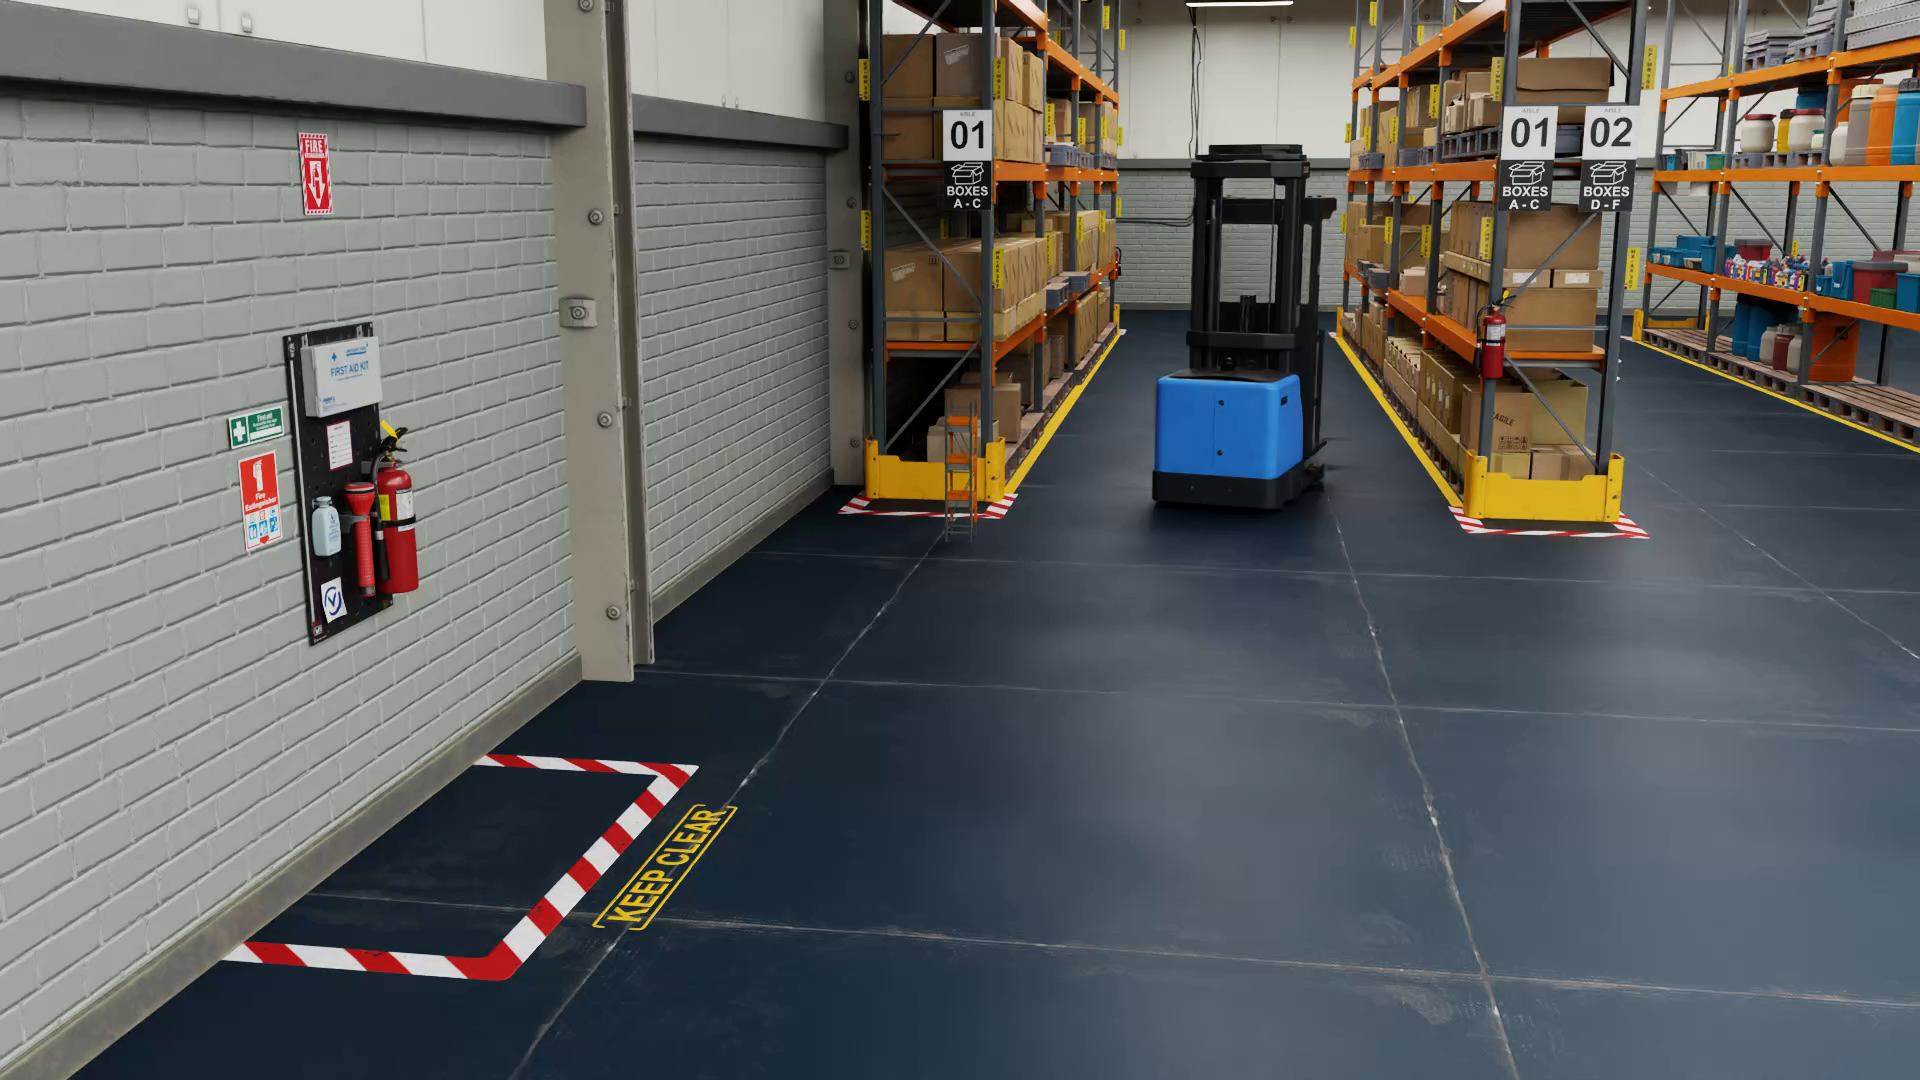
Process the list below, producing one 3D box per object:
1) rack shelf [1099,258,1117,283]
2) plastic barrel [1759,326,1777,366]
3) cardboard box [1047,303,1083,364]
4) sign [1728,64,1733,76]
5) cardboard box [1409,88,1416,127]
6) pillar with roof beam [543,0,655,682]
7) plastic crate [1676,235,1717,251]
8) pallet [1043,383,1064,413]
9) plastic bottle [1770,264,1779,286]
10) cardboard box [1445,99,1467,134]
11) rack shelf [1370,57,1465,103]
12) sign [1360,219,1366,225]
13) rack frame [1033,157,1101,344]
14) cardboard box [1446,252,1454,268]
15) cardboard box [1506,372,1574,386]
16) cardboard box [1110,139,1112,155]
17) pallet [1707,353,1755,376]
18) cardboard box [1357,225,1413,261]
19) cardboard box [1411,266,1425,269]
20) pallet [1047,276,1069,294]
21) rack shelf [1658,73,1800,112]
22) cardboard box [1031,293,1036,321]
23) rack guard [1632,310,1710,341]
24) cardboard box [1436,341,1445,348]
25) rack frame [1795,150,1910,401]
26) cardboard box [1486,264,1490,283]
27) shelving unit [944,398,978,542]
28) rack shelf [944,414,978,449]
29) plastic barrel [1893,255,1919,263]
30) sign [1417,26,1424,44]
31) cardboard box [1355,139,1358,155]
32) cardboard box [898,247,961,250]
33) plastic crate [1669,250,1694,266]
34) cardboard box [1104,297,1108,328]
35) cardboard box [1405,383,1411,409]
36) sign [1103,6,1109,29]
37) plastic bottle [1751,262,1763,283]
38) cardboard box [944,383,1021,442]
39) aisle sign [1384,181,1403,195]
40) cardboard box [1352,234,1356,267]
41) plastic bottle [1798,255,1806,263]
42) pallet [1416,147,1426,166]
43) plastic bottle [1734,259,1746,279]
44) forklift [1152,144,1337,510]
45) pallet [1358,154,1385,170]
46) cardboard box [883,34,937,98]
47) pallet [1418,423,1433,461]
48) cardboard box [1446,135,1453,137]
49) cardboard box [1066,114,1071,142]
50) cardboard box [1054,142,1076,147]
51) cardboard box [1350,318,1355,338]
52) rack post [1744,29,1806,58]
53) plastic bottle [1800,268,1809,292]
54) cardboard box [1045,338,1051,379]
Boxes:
[{"bbox_3d":[1.928,-4.387,27.437,1.077,0.370,4.000,2,12,9],"label":"rack shelf"},{"bbox_3d":[11.025,-2.616,22.419,0.421,0.512,0.421,0,12,0],"label":"plastic barrel"},{"bbox_3d":[1.248,-2.793,22.439,0.750,0.750,0.750,2,12,8],"label":"cardboard box"},{"bbox_3d":[12.571,-7.595,27.139,0.100,0.325,0.005,2,12,9],"label":"sign"},{"bbox_3d":[6.052,-5.531,21.306,0.500,0.500,0.500,2,12,9],"label":"cardboard box"},{"bbox_3d":[2.359,-3.542,7.570,9.100,9.000,0.400,2,12,9],"label":"pillar with roof beam"},{"bbox_3d":[12.158,-4.805,27.442,0.616,0.435,0.499,2,12,9],"label":"plastic crate"},{"bbox_3d":[0.694,-1.711,19.930,1.003,0.211,1.213,2,12,9],"label":"pallet"},{"bbox_3d":[10.611,-3.448,21.648,0.061,0.283,0.133,2,12,9],"label":"plastic bottle"},{"bbox_3d":[4.864,-3.985,15.627,0.500,0.311,0.500,1,12,6],"label":"cardboard box"},{"bbox_3d":[6.208,-6.132,22.243,1.077,0.370,4.000,2,12,9],"label":"rack shelf"},{"bbox_3d":[5.978,-4.602,24.672,0.100,0.325,0.005,2,12,9],"label":"sign"},{"bbox_3d":[1.620,-4.322,25.430,1.000,3.000,0.127,2,12,9],"label":"rack frame"},{"bbox_3d":[5.014,-2.761,16.409,0.380,0.149,0.250,2,12,9],"label":"cardboard box"},{"bbox_3d":[5.112,-1.205,14.717,0.500,0.500,0.500,2,12,9],"label":"cardboard box"},{"bbox_3d":[2.231,-6.424,27.185,0.500,0.250,0.500,2,12,7],"label":"cardboard box"},{"bbox_3d":[11.250,-2.479,23.495,1.003,0.211,1.213,2,12,9],"label":"pallet"},{"bbox_3d":[6.222,-4.325,24.210,0.700,0.500,0.500,-2,12,-10],"label":"cardboard box"},{"bbox_3d":[5.801,-3.212,20.490,0.500,0.311,0.500,3,12,12],"label":"cardboard box"},{"bbox_3d":[0.741,-2.983,19.668,1.003,0.211,1.213,2,12,9],"label":"pallet"},{"bbox_3d":[11.717,-6.803,25.358,1.077,0.370,4.000,2,12,9],"label":"rack shelf"},{"bbox_3d":[0.470,-2.276,16.245,0.500,0.250,0.500,2,12,8],"label":"cardboard box"},{"bbox_3d":[12.016,-3.617,28.092,1.175,0.500,0.348,2,12,9],"label":"rack guard"},{"bbox_3d":[5.990,-2.240,19.965,0.500,0.311,0.500,2,12,8],"label":"cardboard box"},{"bbox_3d":[10.794,-3.169,20.077,1.000,3.000,0.127,2,12,9],"label":"rack frame"},{"bbox_3d":[4.619,-2.224,13.916,0.380,0.149,0.250,2,12,8],"label":"cardboard box"},{"bbox_3d":[0.008,-0.524,12.434,0.215,1.050,0.252,2,12,9],"label":"shelving unit"},{"bbox_3d":[0.008,-0.791,12.377,0.215,0.259,0.240,2,12,9],"label":"rack shelf"},{"bbox_3d":[10.847,-3.002,19.039,0.421,0.512,0.421,0,12,0],"label":"plastic barrel"},{"bbox_3d":[7.676,-8.440,27.702,0.100,0.325,0.005,2,12,9],"label":"sign"},{"bbox_3d":[6.640,-6.326,26.776,0.500,0.250,0.500,2,12,9],"label":"cardboard box"},{"bbox_3d":[-0.276,-2.337,14.745,0.500,0.500,0.500,2,12,9],"label":"cardboard box"},{"bbox_3d":[11.459,-4.467,26.354,0.416,0.233,0.300,2,12,9],"label":"plastic crate"},{"bbox_3d":[2.150,-3.885,28.338,0.700,0.500,0.500,2,12,8],"label":"cardboard box"},{"bbox_3d":[5.142,-1.559,18.139,0.500,0.250,0.500,2,12,8],"label":"cardboard box"},{"bbox_3d":[2.158,-7.735,24.621,0.100,0.325,0.005,2,12,9],"label":"sign"},{"bbox_3d":[10.784,-3.616,22.445,0.152,0.276,0.135,2,12,9],"label":"plastic bottle"},{"bbox_3d":[0.220,-1.228,15.962,0.700,0.500,0.500,1,12,5],"label":"cardboard box"},{"bbox_3d":[7.444,-6.270,28.298,0.394,0.787,0.004,2,12,9],"label":"aisle sign"},{"bbox_3d":[6.569,-4.644,26.687,0.500,0.500,0.500,2,12,9],"label":"cardboard box"},{"bbox_3d":[11.563,-3.737,22.830,0.144,0.351,0.185,2,12,9],"label":"plastic bottle"},{"bbox_3d":[5.715,-4.327,18.779,1.003,0.211,1.213,2,12,11],"label":"pallet"},{"bbox_3d":[10.906,-3.781,23.210,0.152,0.276,0.135,2,12,9],"label":"plastic bottle"},{"bbox_3d":[2.623,-1.941,14.541,1.130,2.935,3.031,5,13,22],"label":"forklift"},{"bbox_3d":[6.346,-5.404,23.773,1.213,0.211,1.003,2,12,9],"label":"pallet"},{"bbox_3d":[-0.417,-3.936,13.860,0.500,0.500,0.500,2,12,11],"label":"cardboard box"},{"bbox_3d":[5.122,-0.970,16.493,1.003,0.211,1.213,2,12,9],"label":"pallet"},{"bbox_3d":[5.471,-4.338,17.741,0.500,0.250,0.500,1,12,3],"label":"cardboard box"},{"bbox_3d":[1.151,-5.550,22.722,0.700,0.500,0.500,3,12,12],"label":"cardboard box"},{"bbox_3d":[1.161,-4.764,20.521,0.500,0.311,0.500,2,12,9],"label":"cardboard box"},{"bbox_3d":[6.438,-3.347,26.243,0.500,0.311,0.500,2,12,9],"label":"cardboard box"},{"bbox_3d":[11.249,-6.723,22.507,0.937,0.300,0.954,2,12,8],"label":"rack post"},{"bbox_3d":[10.435,-3.210,20.544,0.061,0.283,0.133,2,12,9],"label":"plastic bottle"},{"bbox_3d":[0.752,-2.228,20.600,0.700,0.500,0.500,2,12,9],"label":"cardboard box"}]
